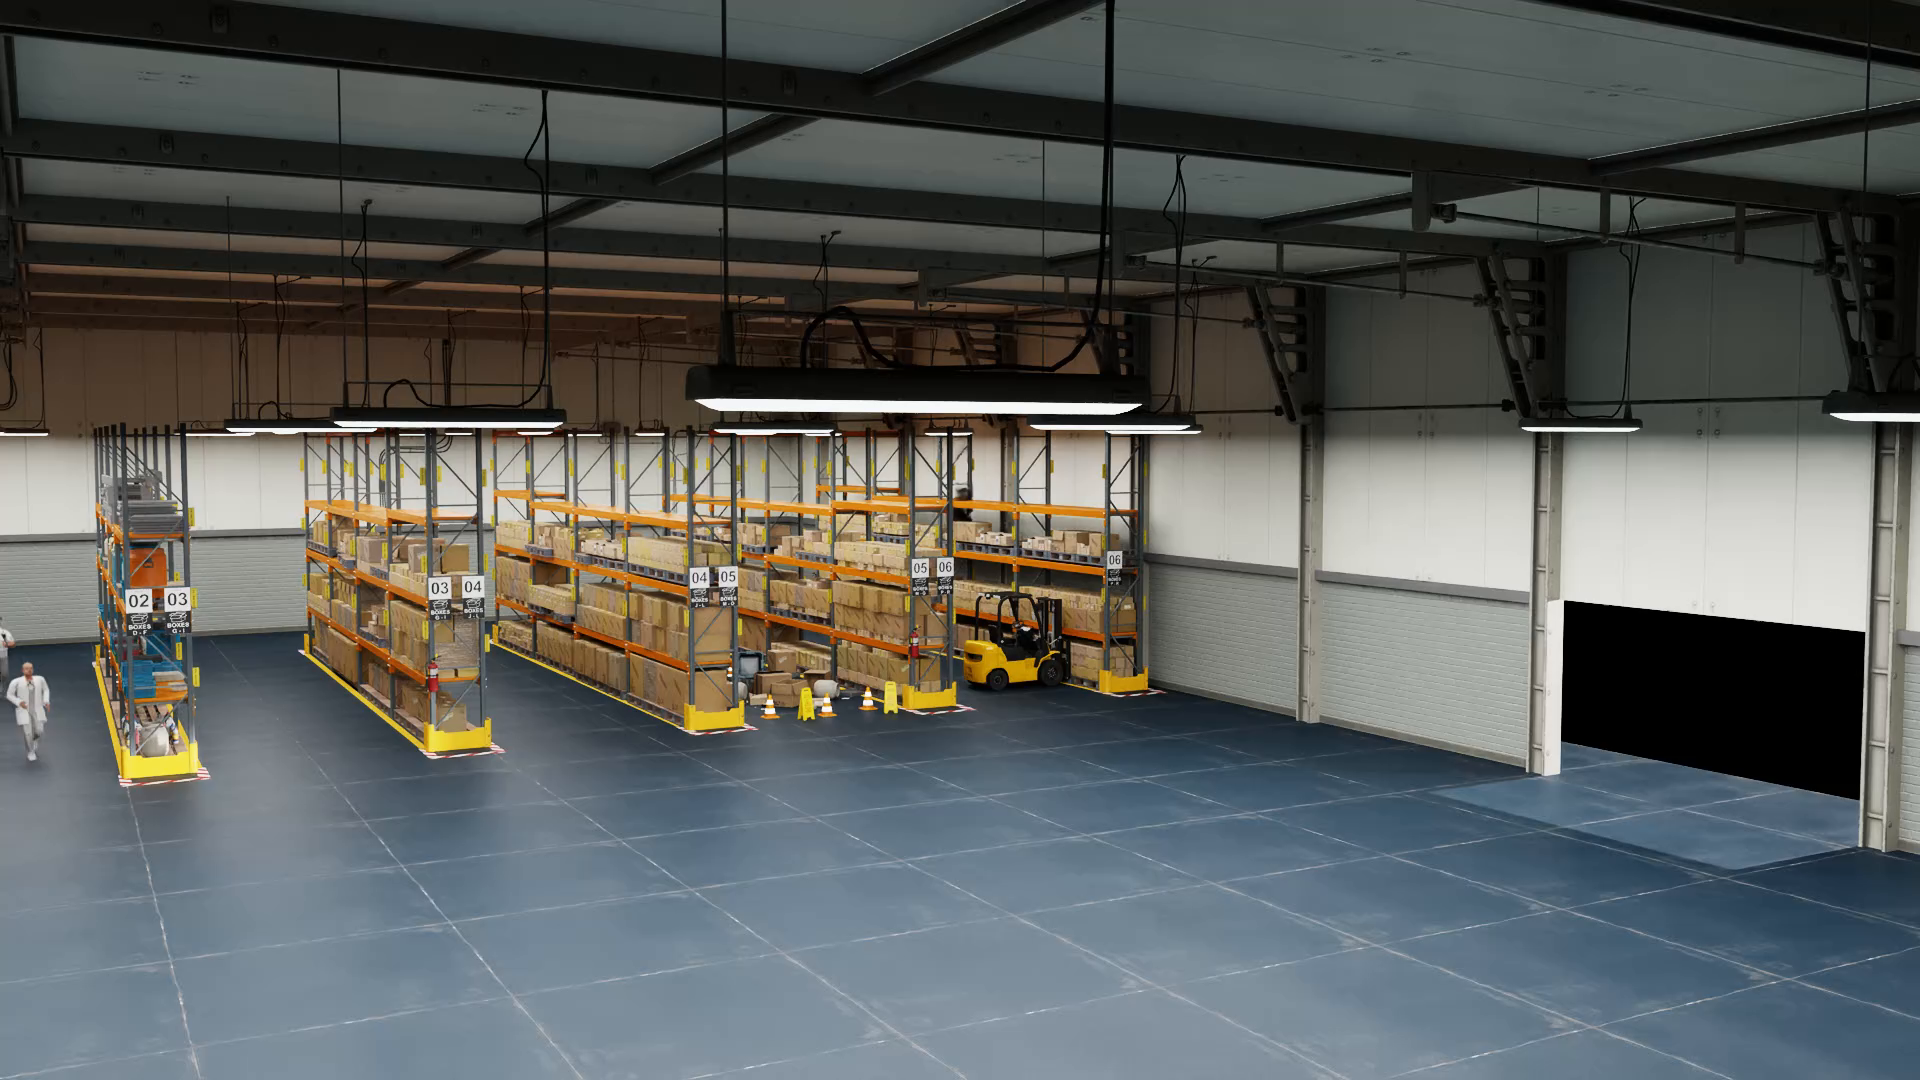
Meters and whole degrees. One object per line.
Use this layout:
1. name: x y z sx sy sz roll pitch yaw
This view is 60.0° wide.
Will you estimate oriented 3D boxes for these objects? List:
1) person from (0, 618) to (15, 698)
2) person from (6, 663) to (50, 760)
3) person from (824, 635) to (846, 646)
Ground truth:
1. person: -21.338 2.588 36.877 0.669 1.758 0.941 -3 4 -38
2. person: -16.656 3.062 29.754 0.696 1.735 0.636 -3 5 -42
3. person: -3.420 2.169 45.599 0.495 1.589 0.823 -3 5 -41
